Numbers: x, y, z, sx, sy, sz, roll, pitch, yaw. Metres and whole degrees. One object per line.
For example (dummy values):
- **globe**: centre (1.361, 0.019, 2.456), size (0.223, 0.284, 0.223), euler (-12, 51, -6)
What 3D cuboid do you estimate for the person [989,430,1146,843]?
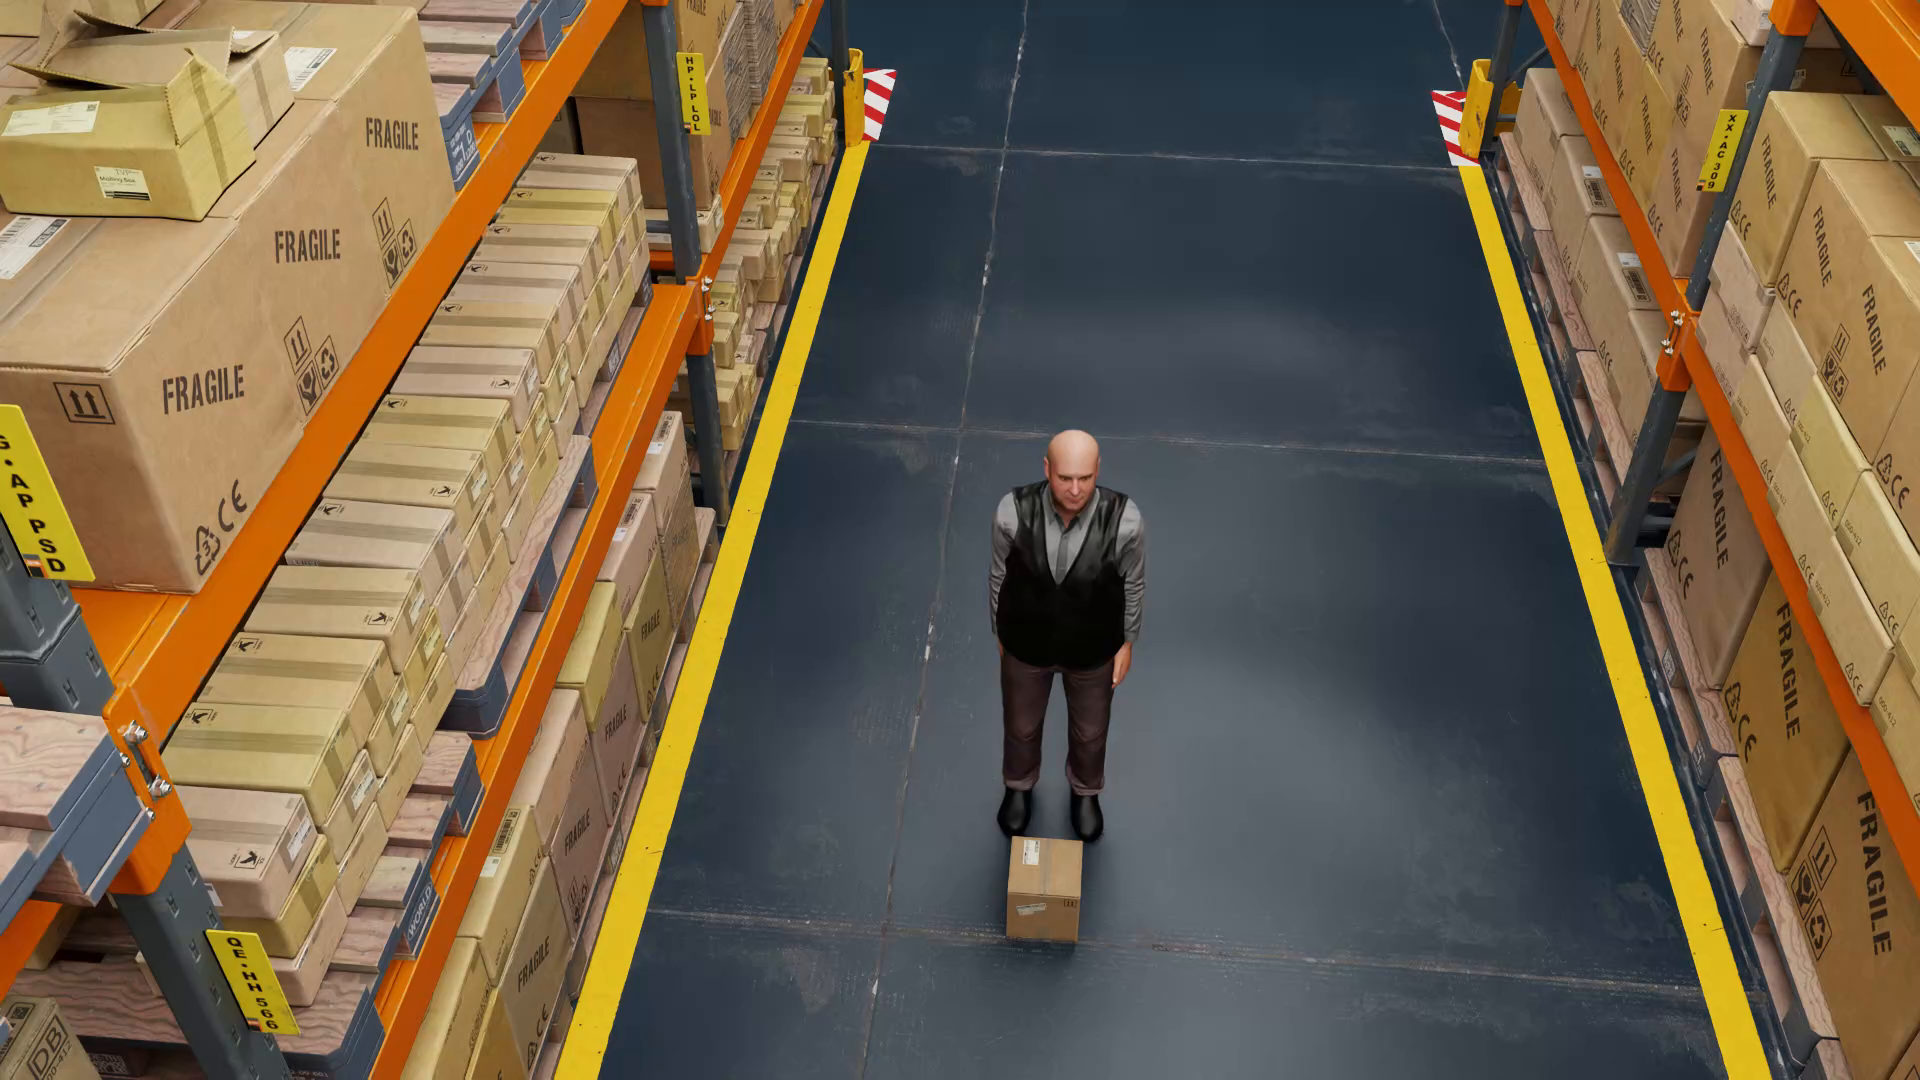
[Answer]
- **person**: centre (0.357, 0.360, 5.751), size (0.530, 1.726, 0.358), euler (4, 40, 5)
